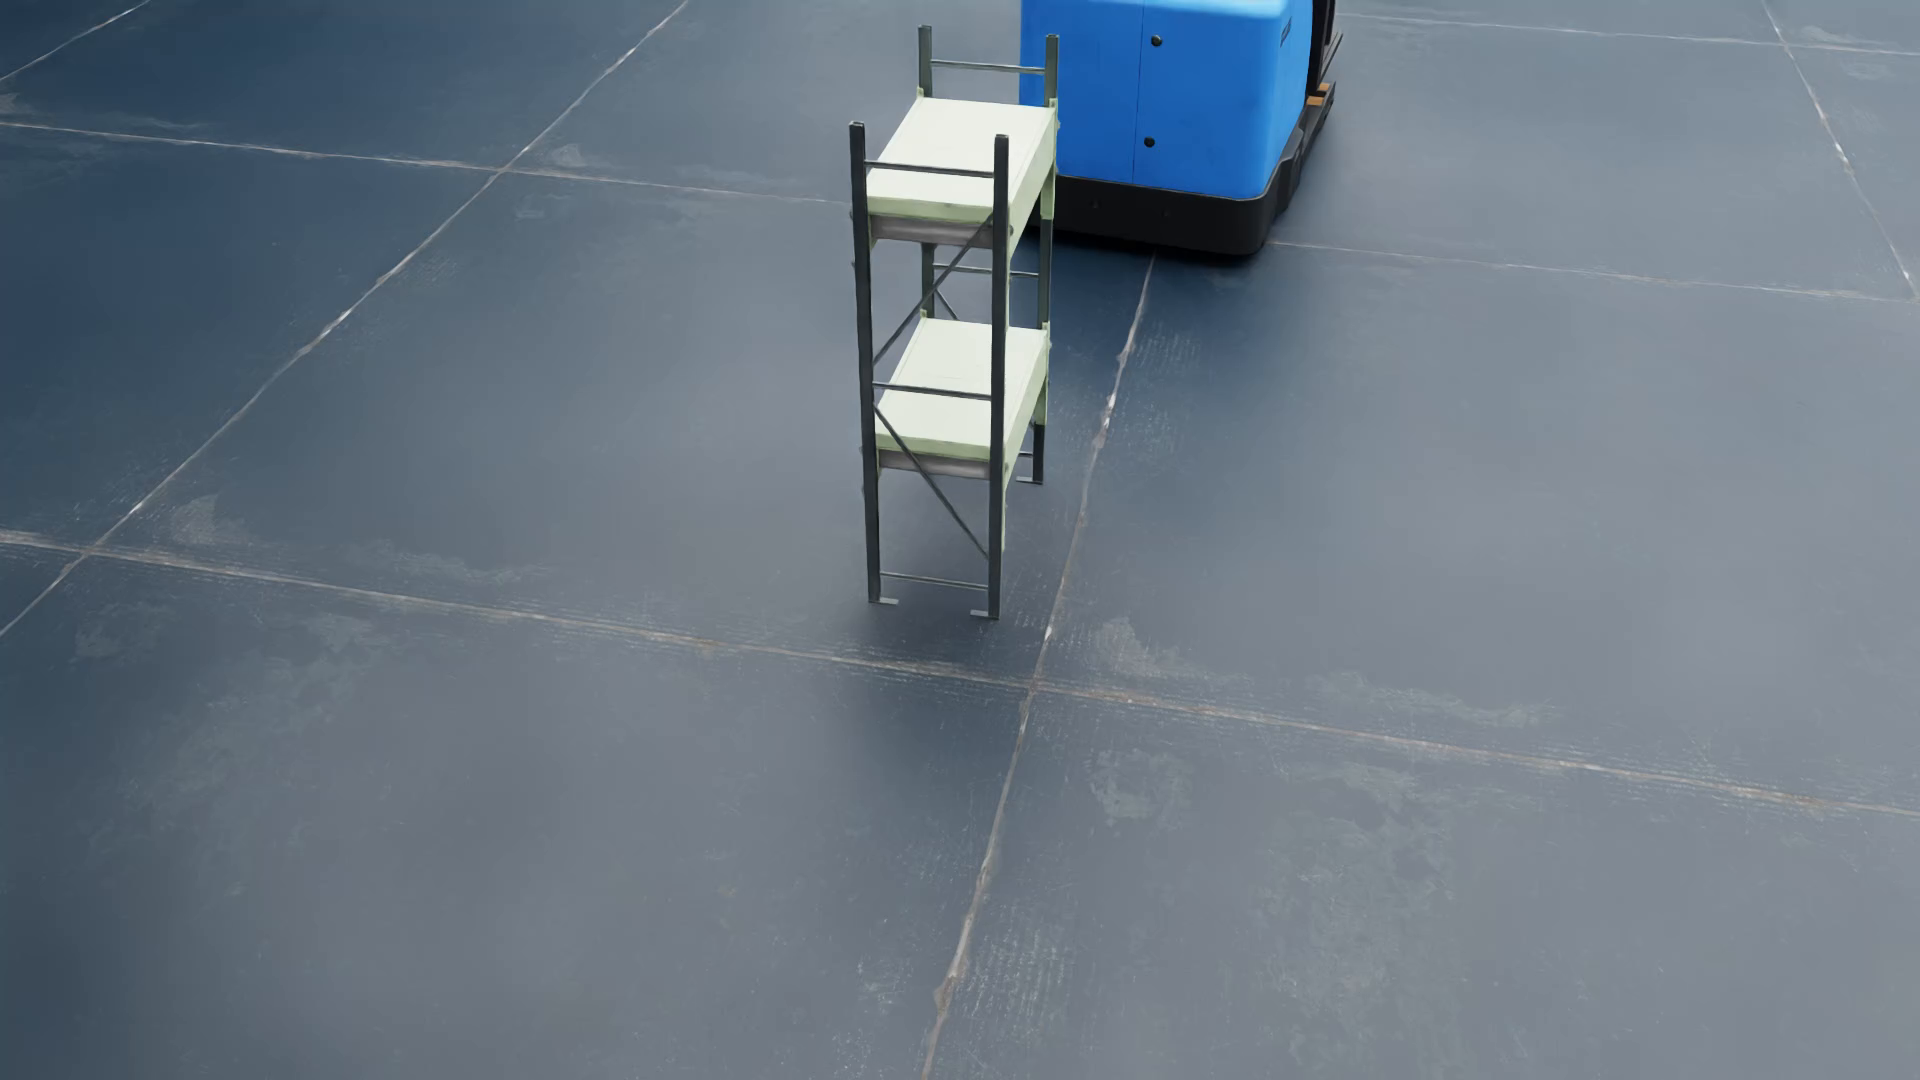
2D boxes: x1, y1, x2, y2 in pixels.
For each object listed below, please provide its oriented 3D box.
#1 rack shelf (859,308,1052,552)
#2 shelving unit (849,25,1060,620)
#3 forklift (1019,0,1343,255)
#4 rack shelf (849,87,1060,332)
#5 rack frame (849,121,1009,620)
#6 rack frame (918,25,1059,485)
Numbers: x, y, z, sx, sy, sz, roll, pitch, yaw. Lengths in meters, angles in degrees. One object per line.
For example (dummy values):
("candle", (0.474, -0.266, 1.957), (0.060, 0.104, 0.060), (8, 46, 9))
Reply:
("rack shelf", (0.001, -0.347, 5.006), (0.431, 0.370, 0.720), (7, 37, 10))
("shelving unit", (0.001, -0.611, 4.815), (0.431, 1.500, 0.755), (7, 37, 10))
("forklift", (1.185, -3.201, 7.168), (1.130, 2.935, 3.031), (11, 37, 15))
("rack shelf", (0.001, -0.927, 4.586), (0.431, 0.370, 0.720), (7, 37, 10))
("rack frame", (-0.077, -0.401, 4.526), (0.400, 1.500, 0.023), (7, 37, 10))
("rack frame", (0.080, -0.821, 5.105), (0.400, 1.500, 0.023), (7, 37, 10))
